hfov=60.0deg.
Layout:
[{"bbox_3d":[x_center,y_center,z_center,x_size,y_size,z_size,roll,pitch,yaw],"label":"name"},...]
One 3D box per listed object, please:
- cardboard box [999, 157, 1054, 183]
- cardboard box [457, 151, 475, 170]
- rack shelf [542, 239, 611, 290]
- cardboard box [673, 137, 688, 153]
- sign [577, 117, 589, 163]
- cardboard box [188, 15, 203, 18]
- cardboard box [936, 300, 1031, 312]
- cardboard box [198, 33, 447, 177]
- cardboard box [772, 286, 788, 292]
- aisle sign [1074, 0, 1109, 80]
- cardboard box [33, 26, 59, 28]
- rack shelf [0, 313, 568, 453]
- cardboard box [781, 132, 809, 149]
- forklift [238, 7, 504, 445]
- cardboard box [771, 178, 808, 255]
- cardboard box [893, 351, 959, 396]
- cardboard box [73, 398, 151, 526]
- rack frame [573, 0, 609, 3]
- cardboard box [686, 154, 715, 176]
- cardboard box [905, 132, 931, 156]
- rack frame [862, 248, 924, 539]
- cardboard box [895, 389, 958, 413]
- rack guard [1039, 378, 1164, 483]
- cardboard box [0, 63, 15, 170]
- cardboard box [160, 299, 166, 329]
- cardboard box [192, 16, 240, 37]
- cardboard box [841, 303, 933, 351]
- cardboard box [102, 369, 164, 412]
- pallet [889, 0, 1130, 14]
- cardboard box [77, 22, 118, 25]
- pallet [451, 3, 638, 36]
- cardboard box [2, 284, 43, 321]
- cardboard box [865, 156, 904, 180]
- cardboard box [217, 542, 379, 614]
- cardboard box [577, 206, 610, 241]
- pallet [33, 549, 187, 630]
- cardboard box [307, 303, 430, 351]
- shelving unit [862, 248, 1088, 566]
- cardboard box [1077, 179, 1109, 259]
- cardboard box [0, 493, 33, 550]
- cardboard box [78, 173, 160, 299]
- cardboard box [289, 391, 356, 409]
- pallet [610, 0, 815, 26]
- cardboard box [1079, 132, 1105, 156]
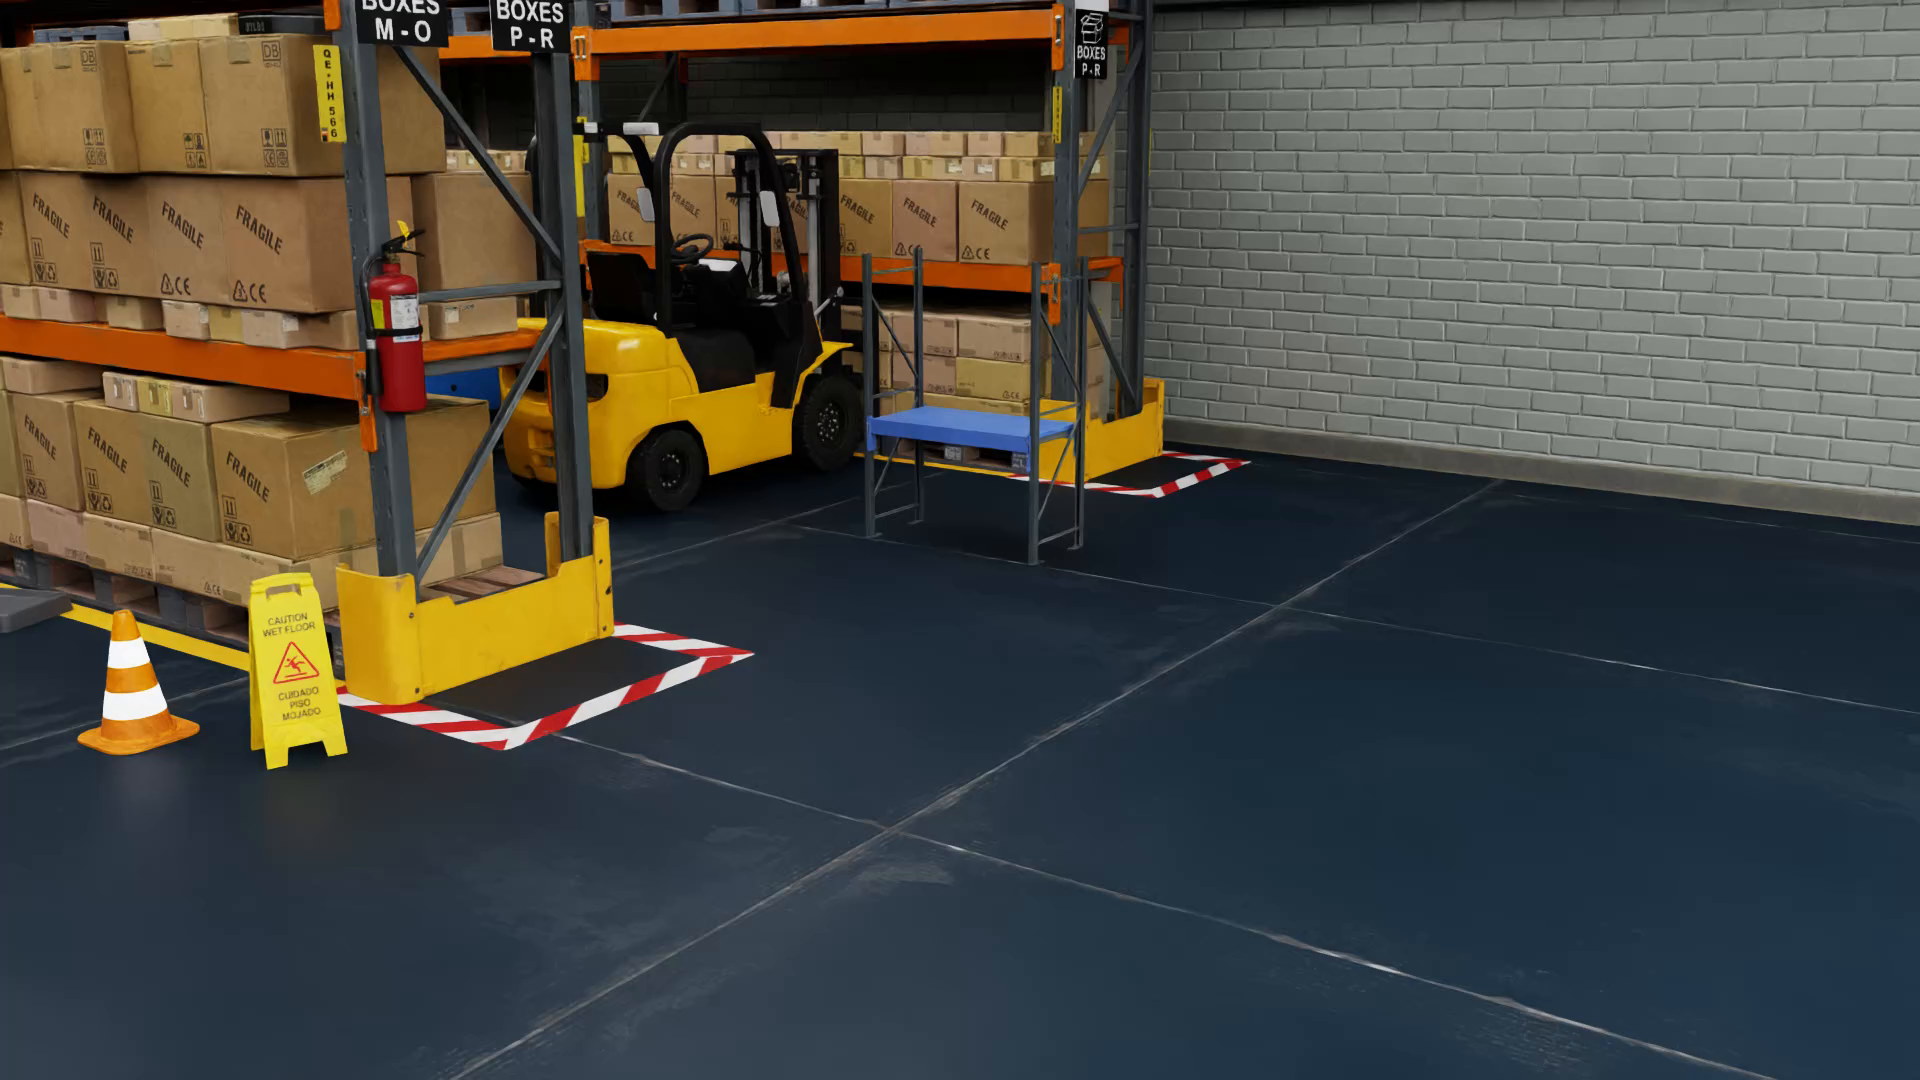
[{"bbox_3d":[0.447,-2.297,10.302,0.250,0.149,0.380,9,17,34],"label":"cardboard box"},{"bbox_3d":[-3.708,-2.975,13.041,0.250,0.149,0.380,9,16,31],"label":"cardboard box"},{"bbox_3d":[-4.088,-2.398,13.767,4.000,0.370,1.077,9,17,33],"label":"rack shelf"},{"bbox_3d":[-1.845,-2.836,11.860,0.250,0.149,0.380,9,16,32],"label":"cardboard box"},{"bbox_3d":[-2.723,-2.894,12.025,0.005,0.325,0.100,9,17,33],"label":"sign"},{"bbox_3d":[-6.584,-4.671,14.691,0.250,0.149,0.380,10,17,34],"label":"cardboard box"},{"bbox_3d":[0.181,-1.466,11.270,0.500,0.250,0.500,9,17,33],"label":"cardboard box"},{"bbox_3d":[-2.422,-1.656,6.363,0.500,0.500,0.700,9,16,31],"label":"cardboard box"},{"bbox_3d":[-1.483,-1.742,12.383,0.500,0.250,0.500,9,16,32],"label":"cardboard box"},{"bbox_3d":[0.781,-3.138,9.845,0.004,0.787,0.394,9,17,33],"label":"aisle sign"},{"bbox_3d":[-8.845,-4.978,15.888,0.250,0.149,0.380,9,17,33],"label":"cardboard box"},{"bbox_3d":[-3.536,-0.872,7.600,4.000,0.370,1.077,9,17,33],"label":"rack shelf"},{"bbox_3d":[-0.999,-2.698,11.305,0.250,0.149,0.380,9,17,33],"label":"cardboard box"},{"bbox_3d":[-4.574,-2.095,11.188,3.031,2.935,1.130,8,16,30],"label":"forklift"},{"bbox_3d":[-0.938,-2.210,11.302,0.500,0.500,0.500,9,17,33],"label":"cardboard box"},{"bbox_3d":[-0.098,-1.127,10.942,0.500,0.250,0.500,9,17,32],"label":"cardboard box"},{"bbox_3d":[-3.536,-0.380,7.403,0.500,0.500,0.500,9,16,32],"label":"cardboard box"},{"bbox_3d":[-2.428,-5.392,11.876,0.127,3.000,1.000,9,17,33],"label":"rack frame"},{"bbox_3d":[-1.700,-2.636,11.671,0.250,0.149,0.380,10,17,34],"label":"cardboard box"},{"bbox_3d":[-0.143,-2.562,10.752,0.250,0.149,0.380,9,17,33],"label":"cardboard box"},{"bbox_3d":[-0.351,-0.785,8.872,0.032,1.500,0.500,9,17,33],"label":"rack frame"},{"bbox_3d":[-0.083,-0.881,10.987,0.500,0.250,0.500,9,17,33],"label":"cardboard box"},{"bbox_3d":[0.911,-0.726,10.717,0.348,0.500,1.175,9,17,33],"label":"rack guard"},{"bbox_3d":[-4.138,-1.920,7.428,0.500,0.500,0.700,9,16,32],"label":"cardboard box"},{"bbox_3d":[-3.144,-0.980,7.061,0.250,0.149,0.380,9,17,34],"label":"cardboard box"},{"bbox_3d":[-6.309,-4.420,14.504,0.500,0.250,0.500,9,16,31],"label":"cardboard box"},{"bbox_3d":[-0.517,-1.430,11.125,0.500,0.250,0.500,9,17,34],"label":"cardboard box"},{"bbox_3d":[-3.453,-0.662,7.193,0.250,0.149,0.380,10,17,35],"label":"cardboard box"},{"bbox_3d":[0.319,-3.456,10.484,1.213,0.211,1.003,9,17,33],"label":"pallet"},{"bbox_3d":[-7.986,-4.847,15.360,0.250,0.149,0.380,10,17,34],"label":"cardboard box"},{"bbox_3d":[-3.167,-3.958,12.727,1.217,0.209,0.805,8,16,31],"label":"pallet"},{"bbox_3d":[-4.057,-1.088,7.497,0.250,0.149,0.380,9,17,33],"label":"cardboard box"},{"bbox_3d":[-0.410,-2.434,10.856,0.250,0.149,0.380,9,16,31],"label":"cardboard box"},{"bbox_3d":[-2.717,0.120,6.944,0.500,0.250,0.500,9,17,33],"label":"cardboard box"},{"bbox_3d":[-2.992,-2.422,12.677,0.500,0.250,0.500,10,17,34],"label":"cardboard box"},{"bbox_3d":[-3.602,0.111,7.936,1.213,0.211,1.003,9,17,33],"label":"pallet"},{"bbox_3d":[-2.306,-0.838,6.490,0.250,0.149,0.380,10,17,35],"label":"cardboard box"},{"bbox_3d":[0.071,-0.717,8.597,1.048,1.500,0.538,9,17,33],"label":"shelving unit"},{"bbox_3d":[0.635,-2.113,10.910,0.500,0.500,0.500,10,17,35],"label":"cardboard box"},{"bbox_3d":[-4.407,-0.156,8.059,0.500,0.250,0.500,10,17,36],"label":"cardboard box"},{"bbox_3d":[-3.307,-1.299,7.003,0.500,0.500,0.500,9,17,33],"label":"cardboard box"},{"bbox_3d":[-2.848,-0.422,7.571,0.500,0.500,0.500,8,16,31],"label":"cardboard box"},{"bbox_3d":[-1.706,-3.783,11.806,1.213,0.211,1.003,9,17,33],"label":"pallet"},{"bbox_3d":[0.731,-2.538,10.658,0.250,0.149,0.380,9,16,32],"label":"cardboard box"}]
